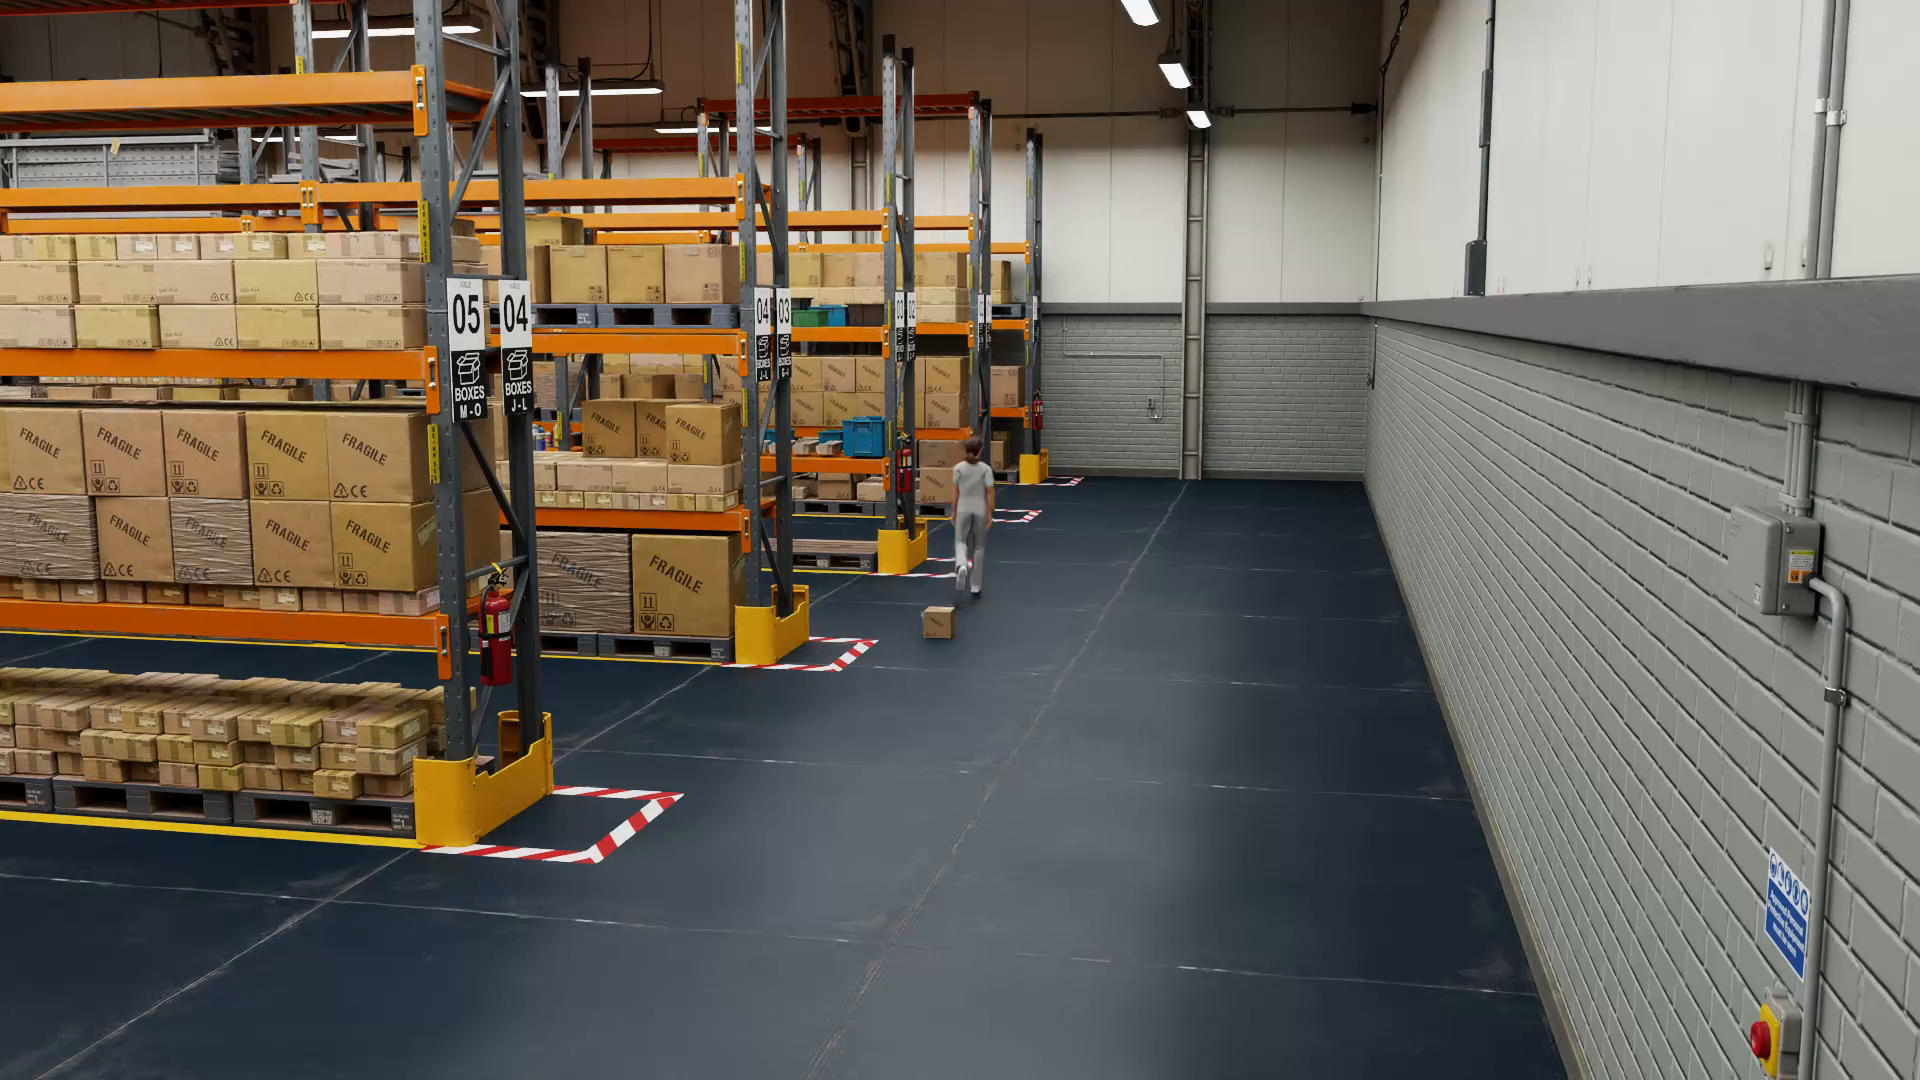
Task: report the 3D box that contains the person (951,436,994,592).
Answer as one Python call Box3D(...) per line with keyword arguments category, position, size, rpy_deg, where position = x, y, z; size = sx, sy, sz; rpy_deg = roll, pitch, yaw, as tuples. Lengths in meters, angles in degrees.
Box3D(category="person", position=(0.131, -0.262, 17.505), size=(0.459, 1.660, 0.559), rpy_deg=(1, 8, 5))
